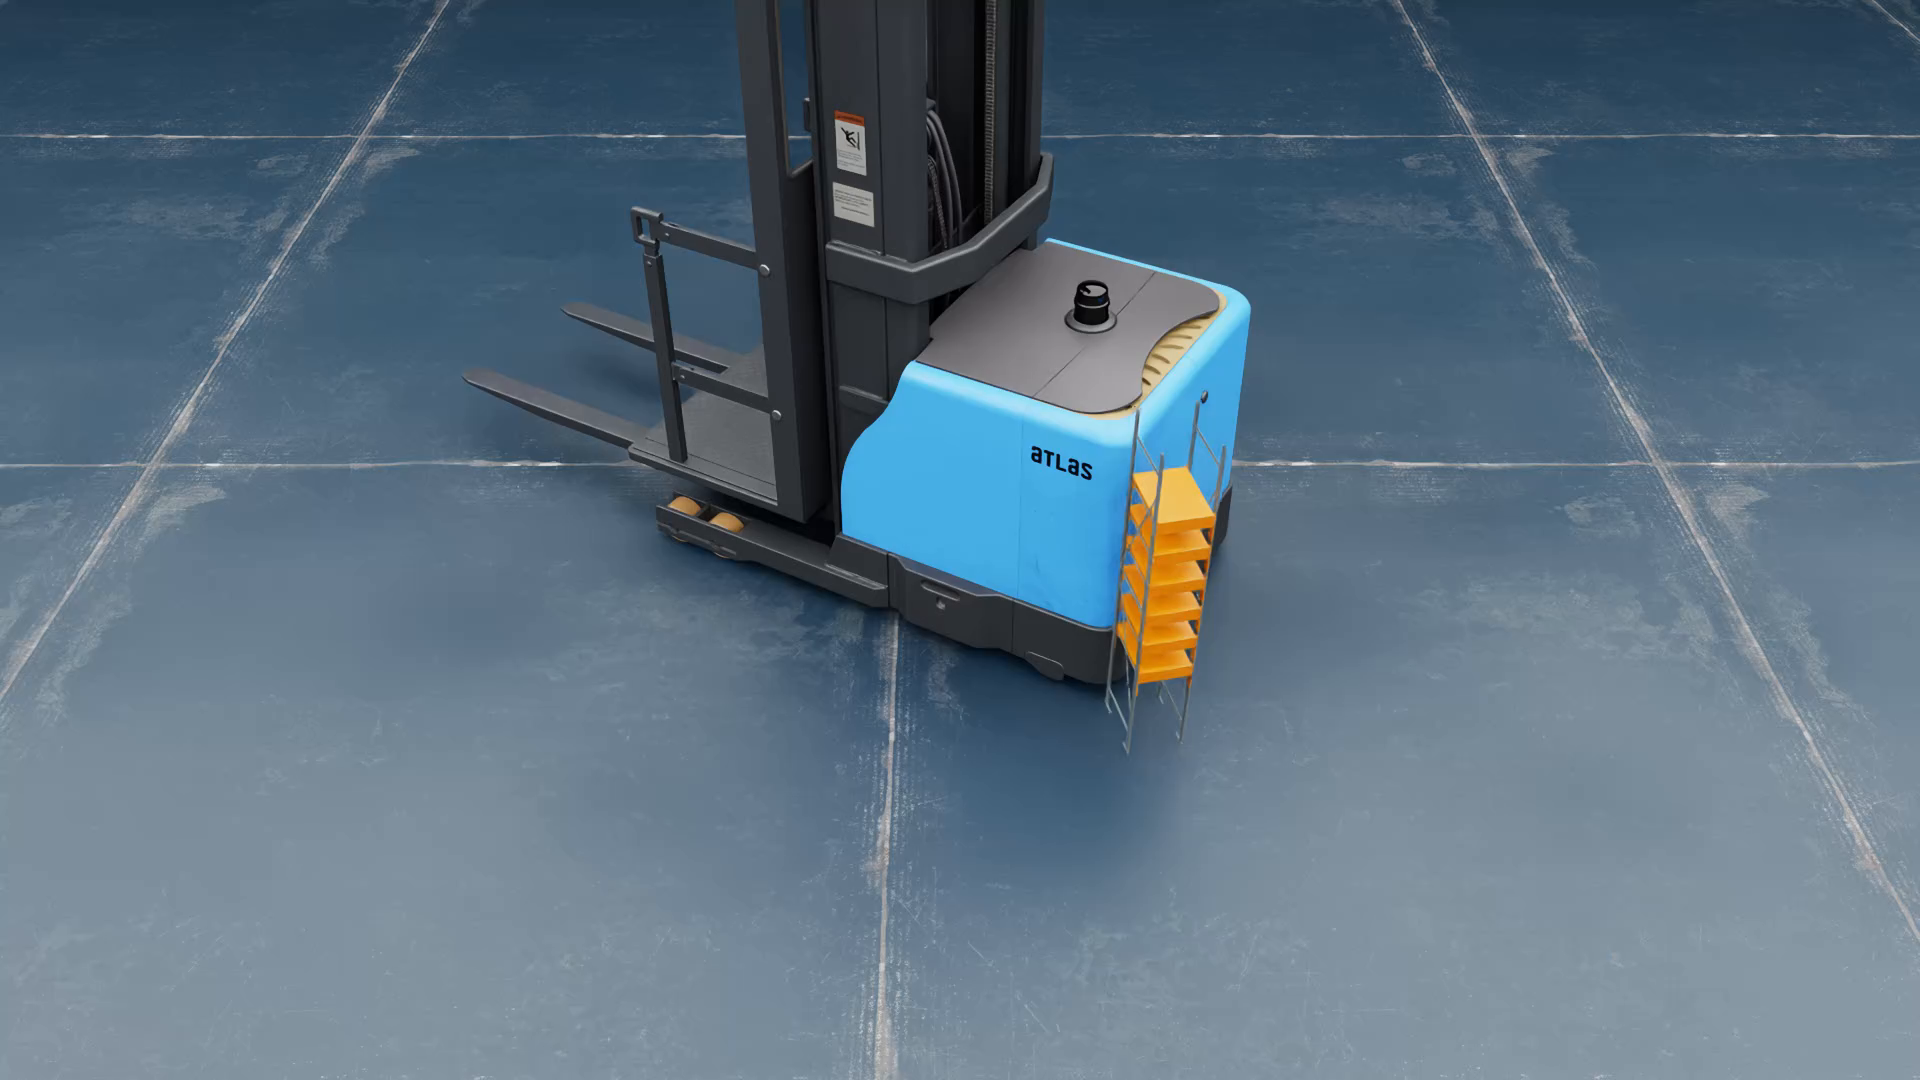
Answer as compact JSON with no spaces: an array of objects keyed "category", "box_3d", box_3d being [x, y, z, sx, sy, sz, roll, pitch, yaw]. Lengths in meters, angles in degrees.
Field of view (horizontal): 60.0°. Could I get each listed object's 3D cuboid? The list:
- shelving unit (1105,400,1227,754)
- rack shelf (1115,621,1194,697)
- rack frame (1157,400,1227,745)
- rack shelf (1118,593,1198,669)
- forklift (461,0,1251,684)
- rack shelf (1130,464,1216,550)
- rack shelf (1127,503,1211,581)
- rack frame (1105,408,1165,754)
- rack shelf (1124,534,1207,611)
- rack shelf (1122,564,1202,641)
[{"category":"shelving unit","box_3d":[0.616,0.143,5.105,0.189,1.200,0.258,-8,41,-11]},{"category":"rack shelf","box_3d":[0.611,0.362,5.286,0.180,0.103,0.258,-8,41,-11]},{"category":"rack frame","box_3d":[0.705,0.131,5.123,0.006,1.200,0.240,-8,41,-11]},{"category":"rack shelf","box_3d":[0.613,0.270,5.210,0.180,0.103,0.258,-8,41,-11]},{"category":"forklift","box_3d":[-0.543,-1.341,5.579,3.031,2.935,1.130,20,43,23]},{"category":"rack shelf","box_3d":[0.622,-0.100,4.904,0.180,0.103,0.258,-8,41,-11]},{"category":"rack shelf","box_3d":[0.620,-0.007,4.980,0.180,0.103,0.258,-8,41,-11]},{"category":"rack frame","box_3d":[0.527,0.156,5.087,0.006,1.200,0.240,-8,41,-11]},{"category":"rack shelf","box_3d":[0.618,0.085,5.057,0.180,0.103,0.258,-8,41,-11]},{"category":"rack shelf","box_3d":[0.615,0.178,5.133,0.180,0.103,0.258,-8,41,-11]}]
